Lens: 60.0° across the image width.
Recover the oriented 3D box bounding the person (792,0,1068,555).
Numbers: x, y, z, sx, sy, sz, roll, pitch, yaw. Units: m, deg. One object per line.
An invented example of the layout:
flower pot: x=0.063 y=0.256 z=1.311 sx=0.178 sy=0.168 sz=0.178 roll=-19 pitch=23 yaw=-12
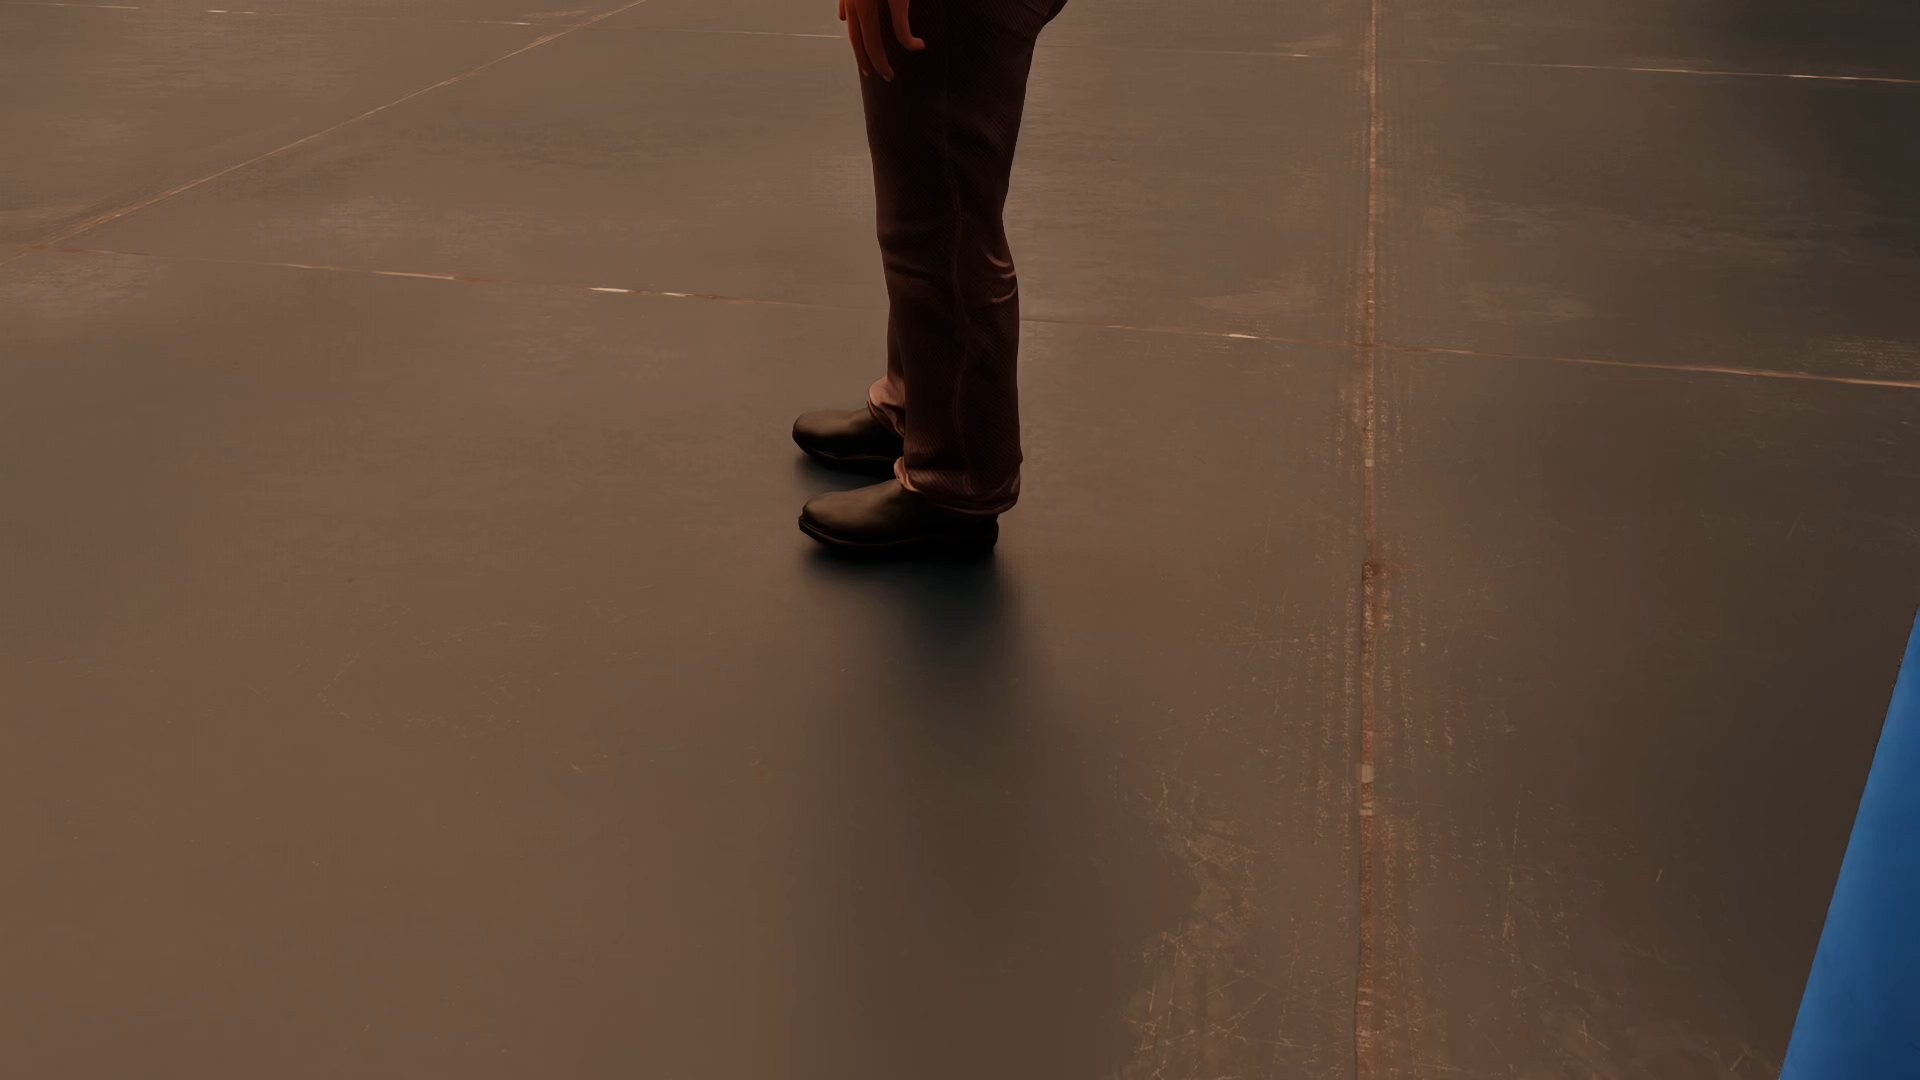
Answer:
person: x=-0.067 y=-0.786 z=2.129 sx=0.551 sy=1.721 sz=0.633 roll=6 pitch=27 yaw=11
